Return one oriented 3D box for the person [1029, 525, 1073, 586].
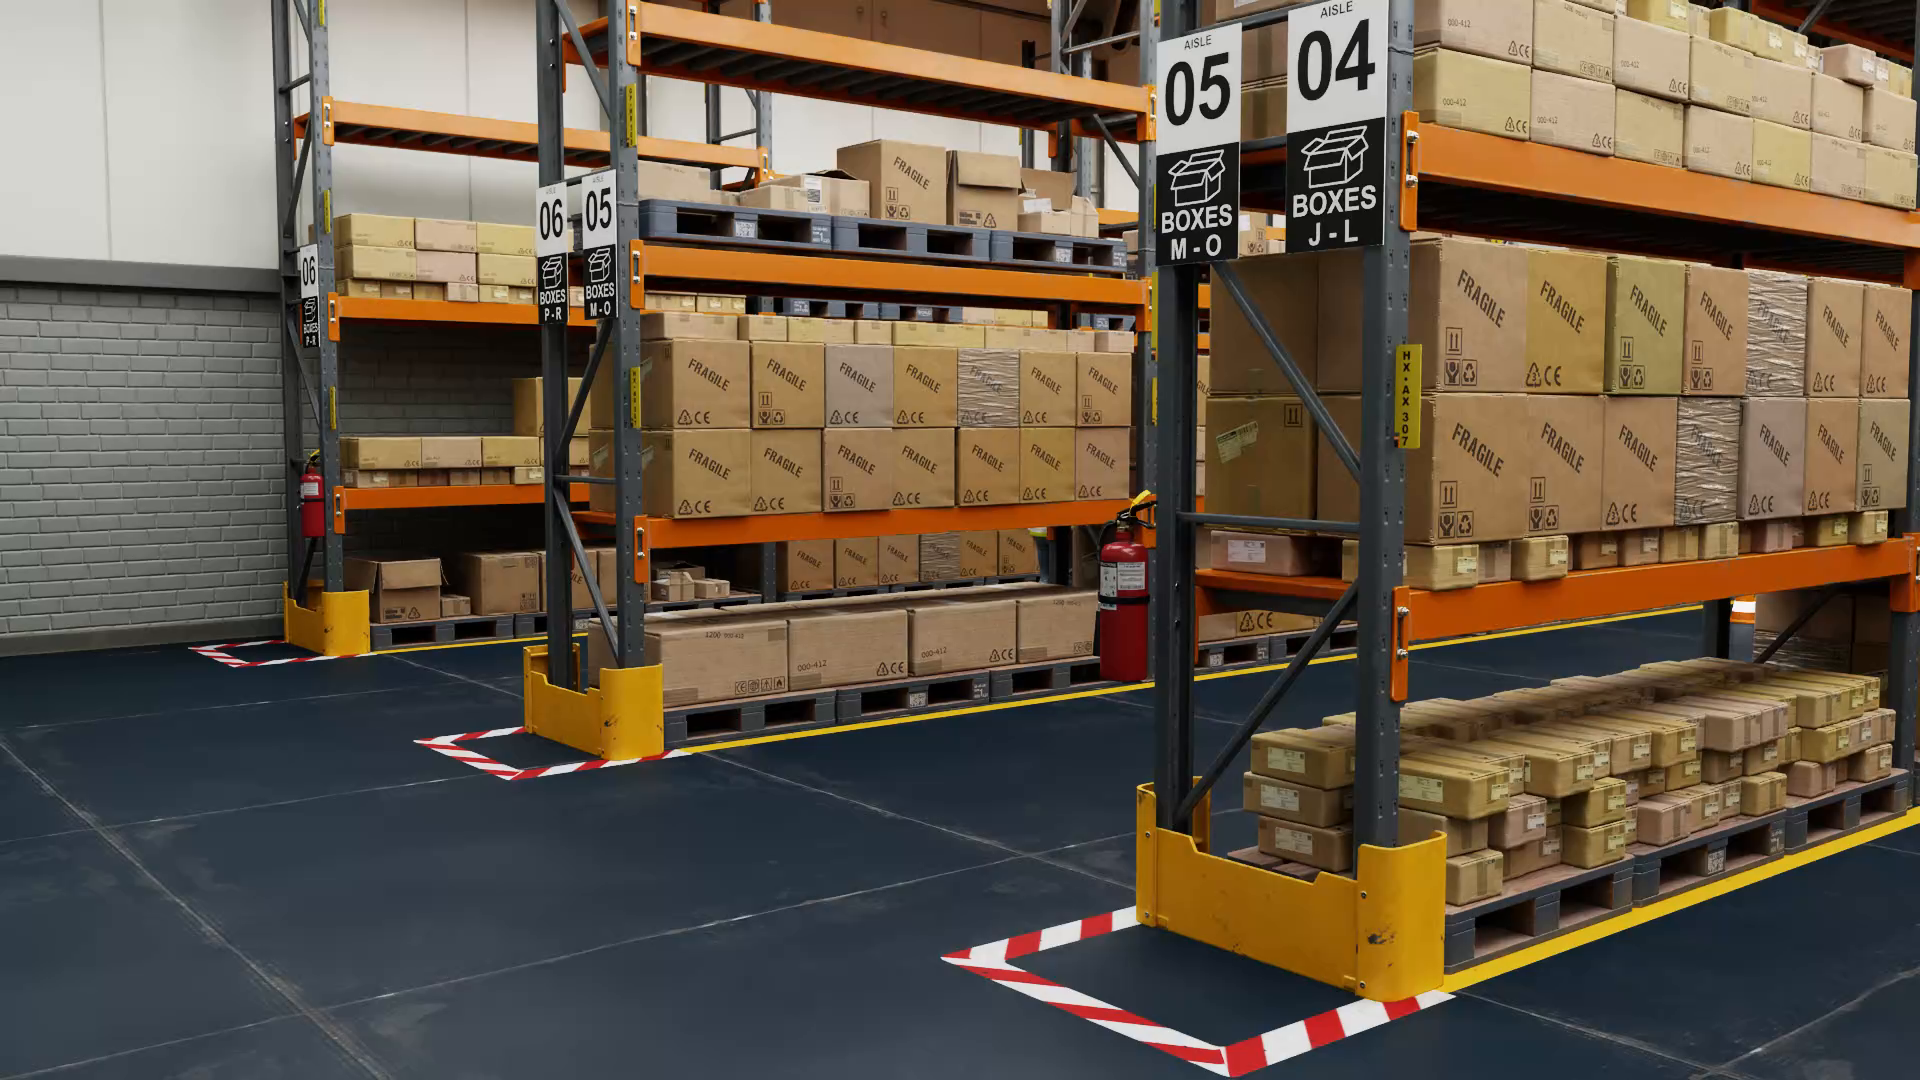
[{"bbox_3d":[0.837,-0.064,14.229,0.458,1.761,0.626,-3,5,-39],"label":"person"}]
